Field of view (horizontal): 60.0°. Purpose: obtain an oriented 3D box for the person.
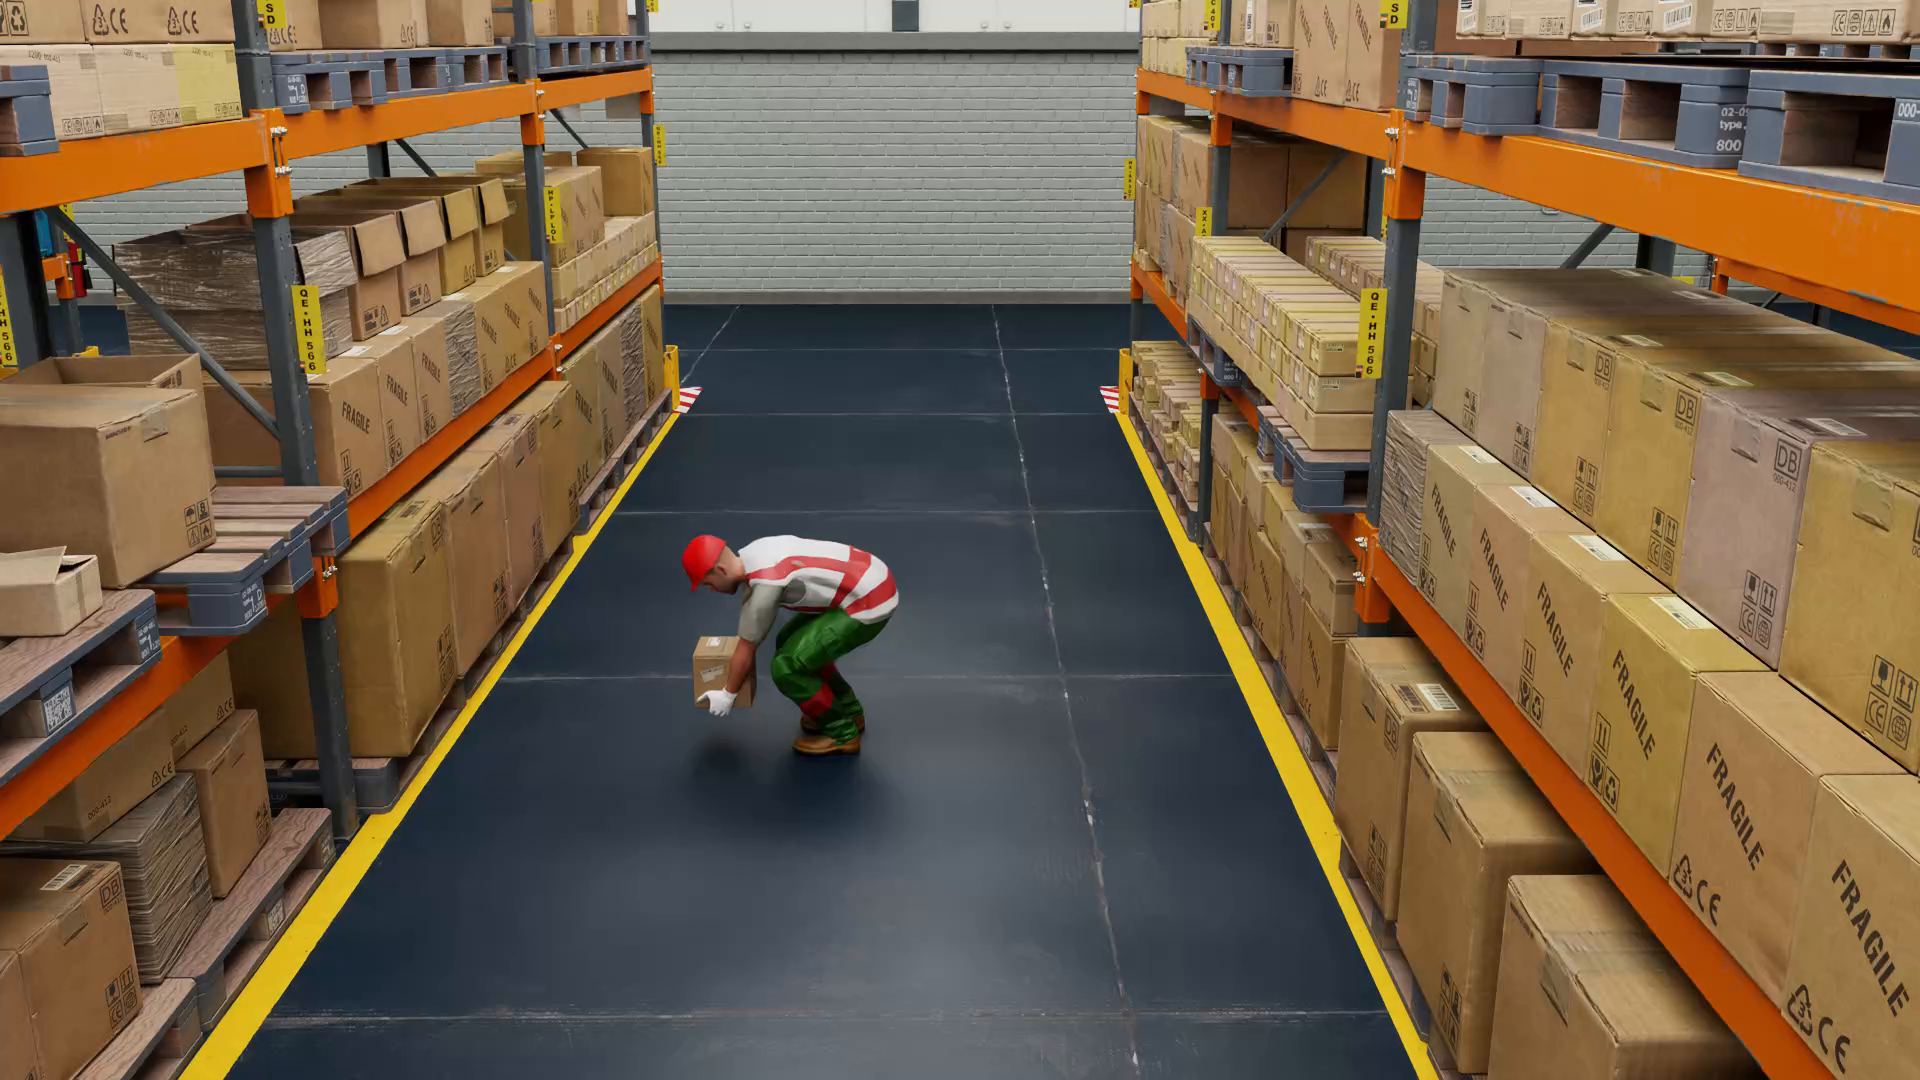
[{"bbox_3d":[-0.744,0.442,7.433,0.946,0.985,0.535,-1,17,-3],"label":"person"}]
